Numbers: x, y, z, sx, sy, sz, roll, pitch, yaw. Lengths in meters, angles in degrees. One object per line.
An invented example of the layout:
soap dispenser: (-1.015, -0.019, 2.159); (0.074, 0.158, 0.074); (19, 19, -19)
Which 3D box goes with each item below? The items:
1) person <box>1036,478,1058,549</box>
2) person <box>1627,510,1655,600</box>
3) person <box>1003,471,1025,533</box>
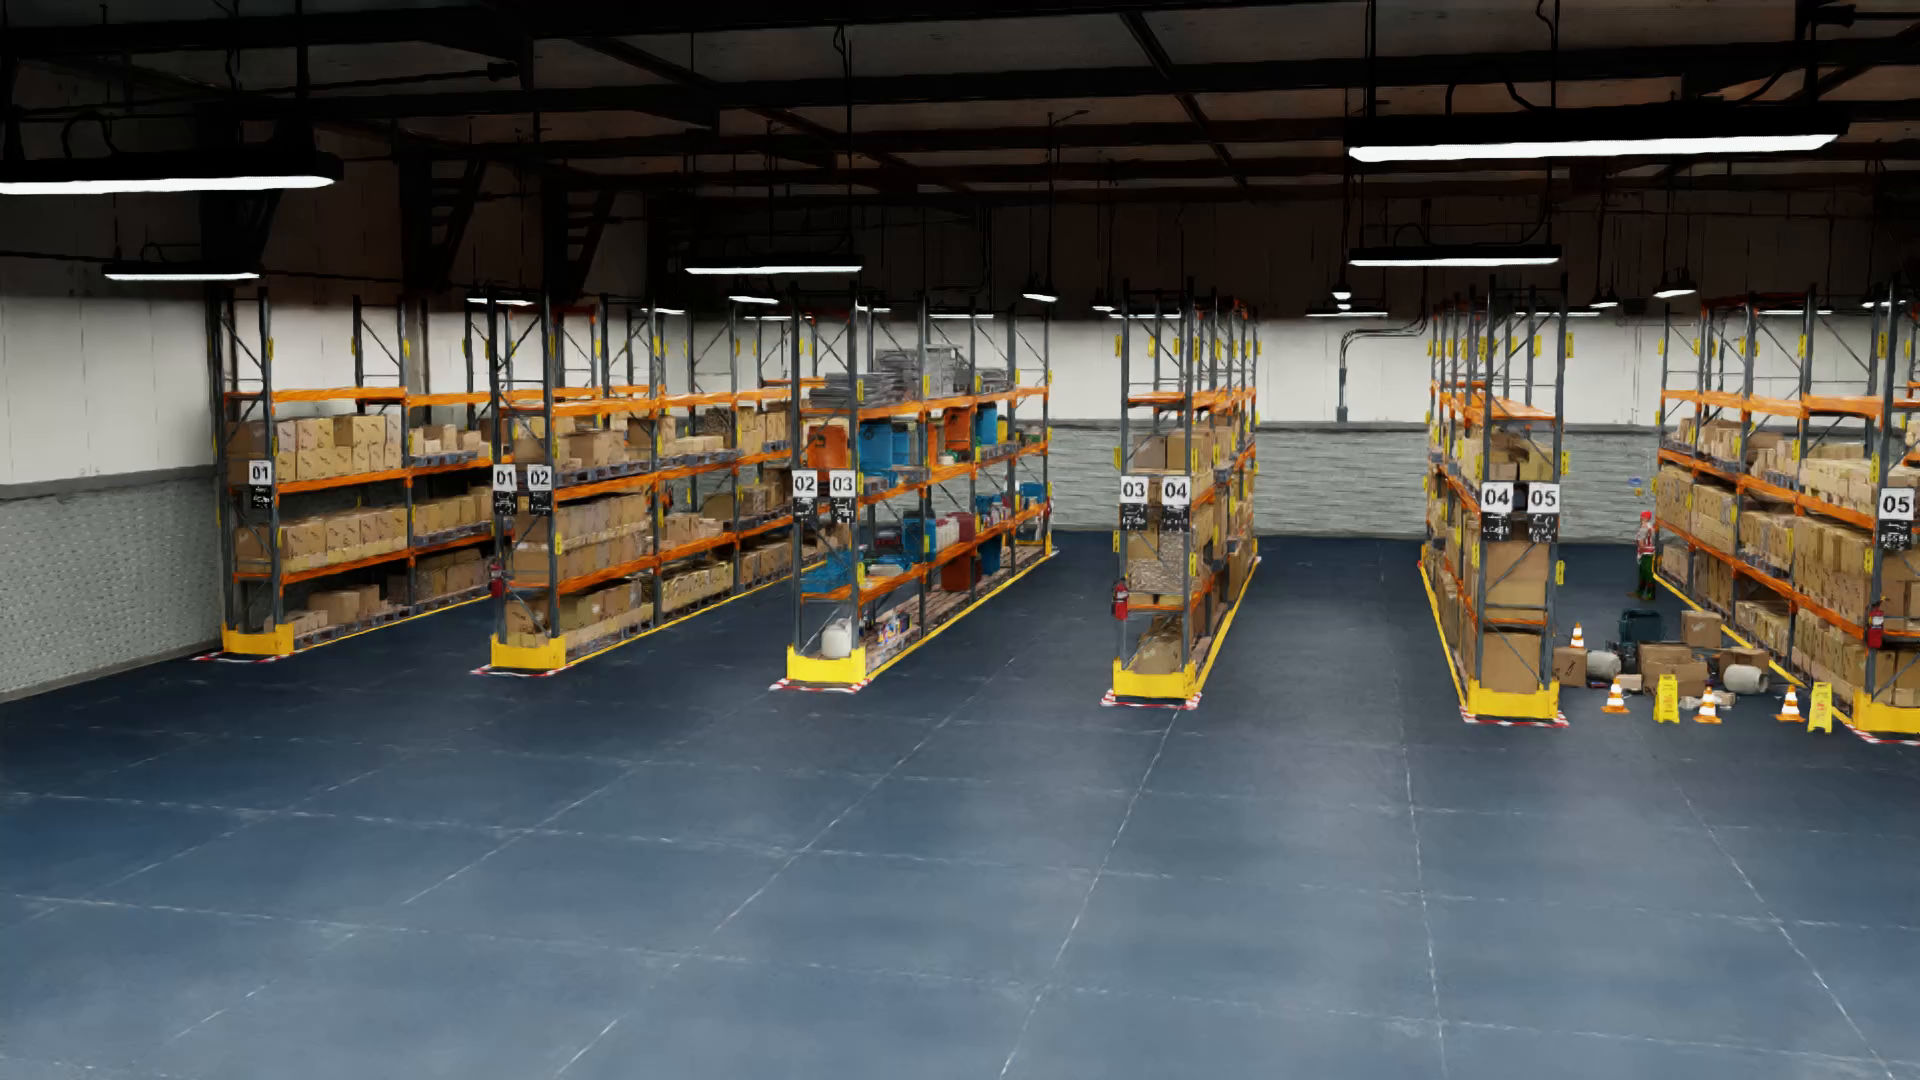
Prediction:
person: (2.118, -0.662, 41.609); (0.626, 1.784, 0.523); (-5, 8, -38)
person: (13.656, 0.284, 33.257); (0.594, 1.785, 0.670); (4, 8, 32)
person: (1.440, -1.007, 44.791); (0.582, 1.754, 0.610); (-6, 9, -40)
